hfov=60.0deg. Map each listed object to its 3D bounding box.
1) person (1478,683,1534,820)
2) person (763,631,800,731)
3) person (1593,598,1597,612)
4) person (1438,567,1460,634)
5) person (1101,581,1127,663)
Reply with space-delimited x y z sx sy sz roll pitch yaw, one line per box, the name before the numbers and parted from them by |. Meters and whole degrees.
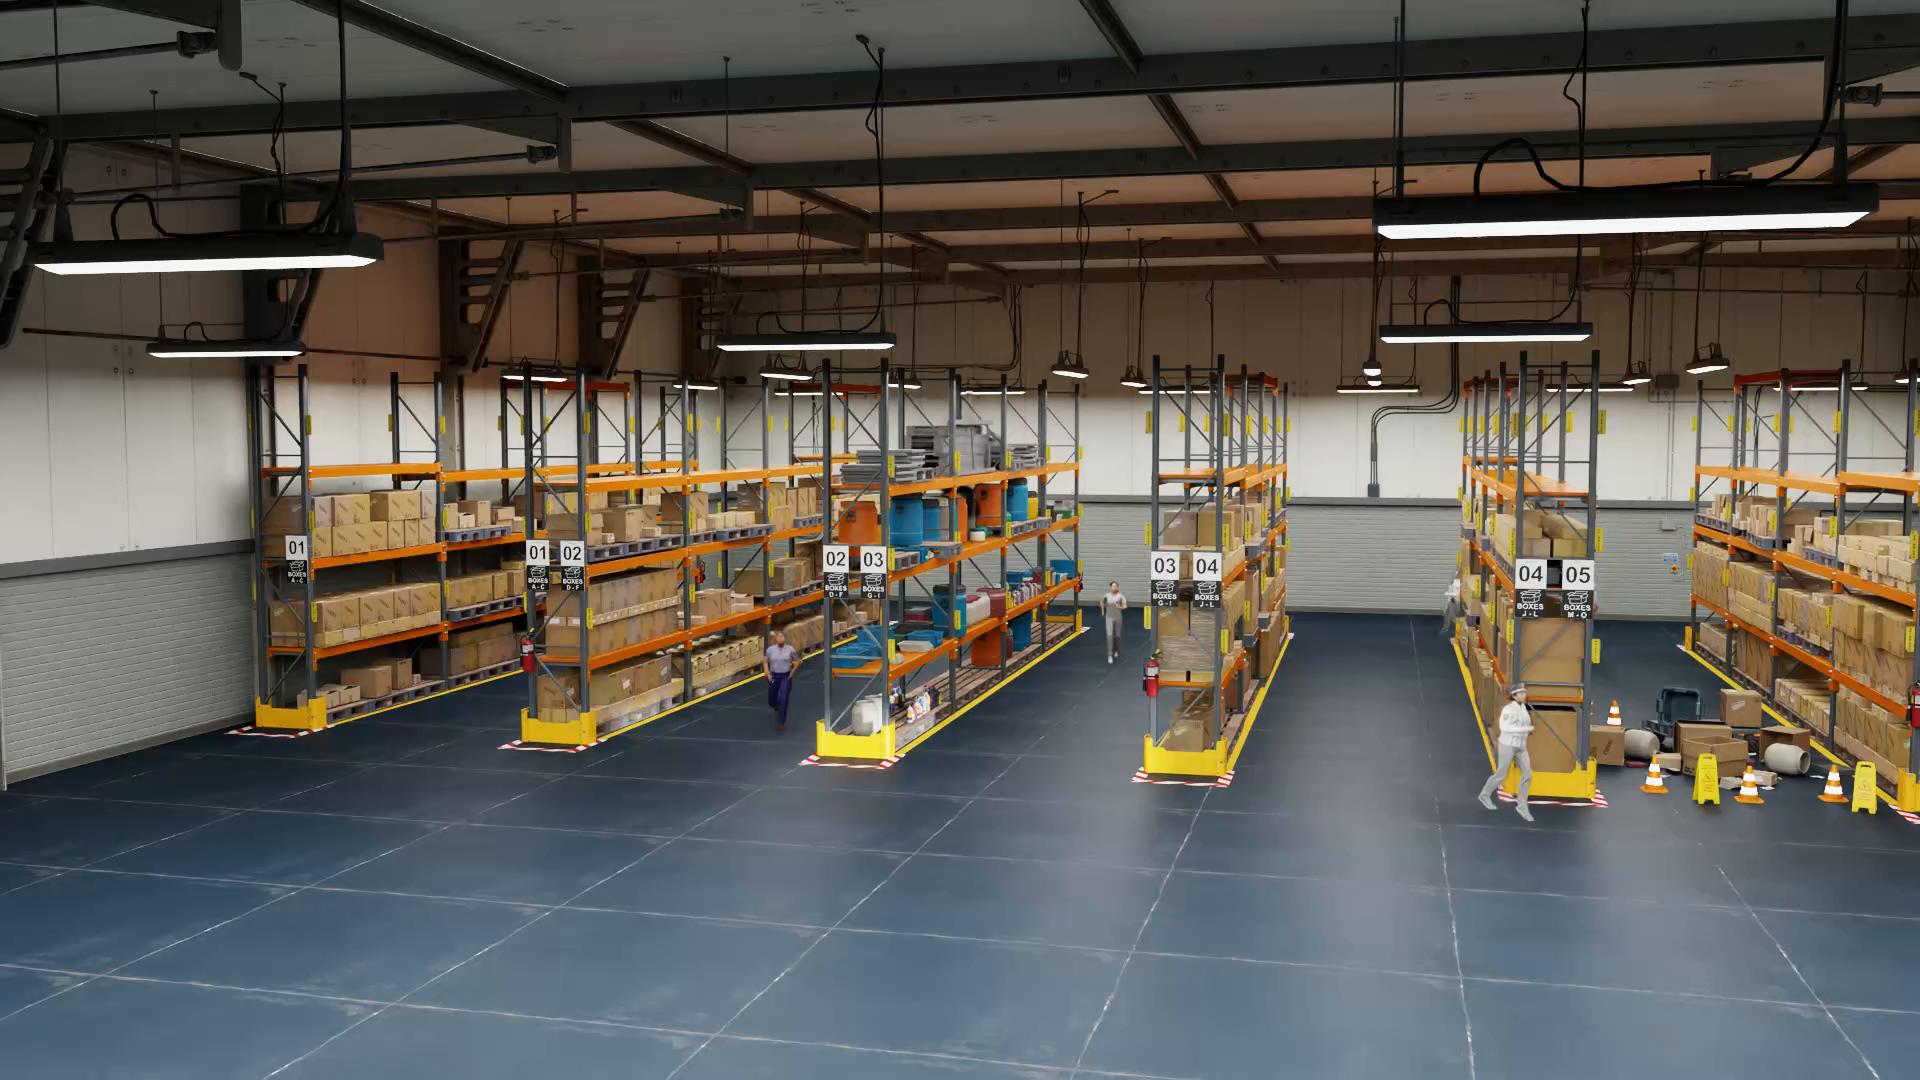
person | 7.091 2.691 21.381 0.613 1.756 0.767 -3 5 -35
person | -2.972 2.320 27.642 0.606 1.619 0.806 0 4 3
person | 13.245 1.692 35.491 0.656 1.745 0.615 1 4 7
person | 11.676 1.470 39.490 0.665 1.672 0.733 2 4 22
person | 3.261 1.714 35.285 0.551 1.693 0.904 0 4 4
